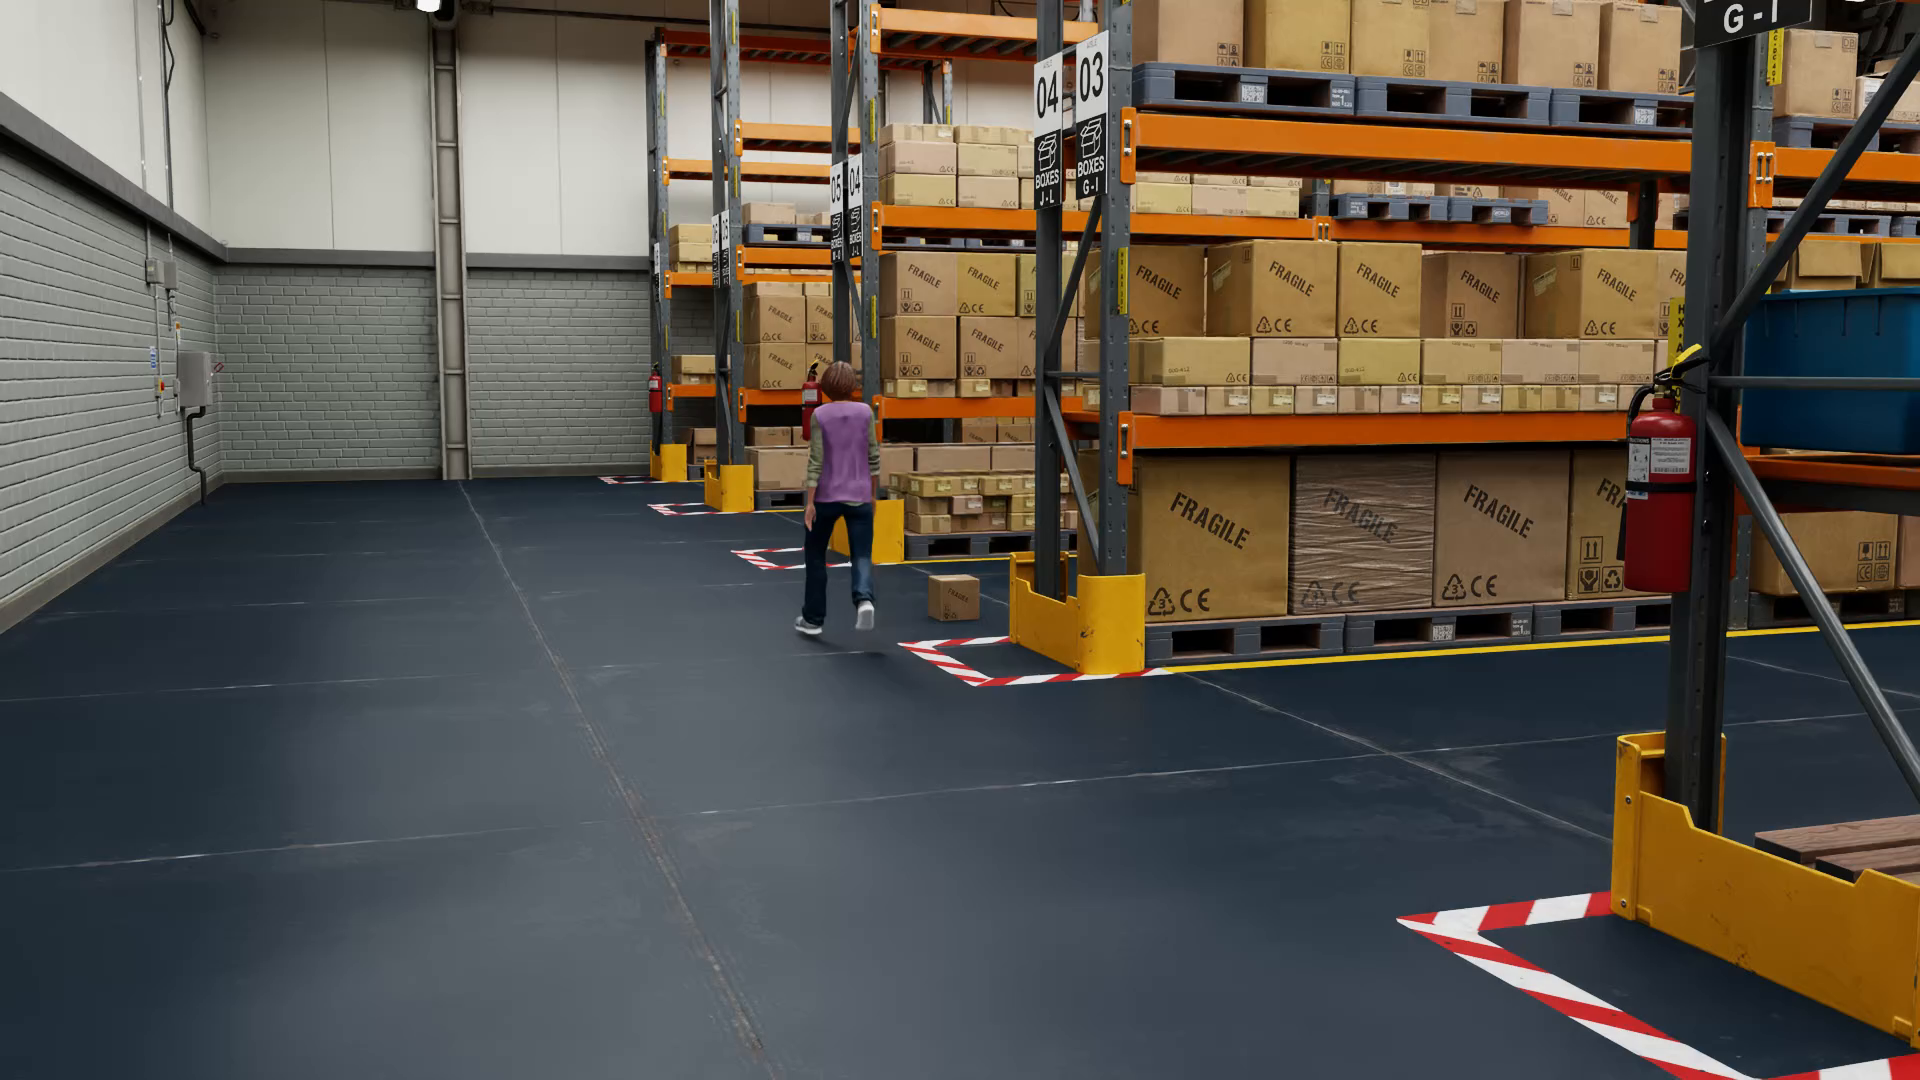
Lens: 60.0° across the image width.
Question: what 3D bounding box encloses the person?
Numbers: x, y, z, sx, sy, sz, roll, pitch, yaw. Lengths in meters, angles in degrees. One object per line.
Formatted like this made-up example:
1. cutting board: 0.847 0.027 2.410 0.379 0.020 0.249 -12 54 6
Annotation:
1. person: -0.661 -0.223 9.325 0.445 1.556 0.833 -2 6 -17
